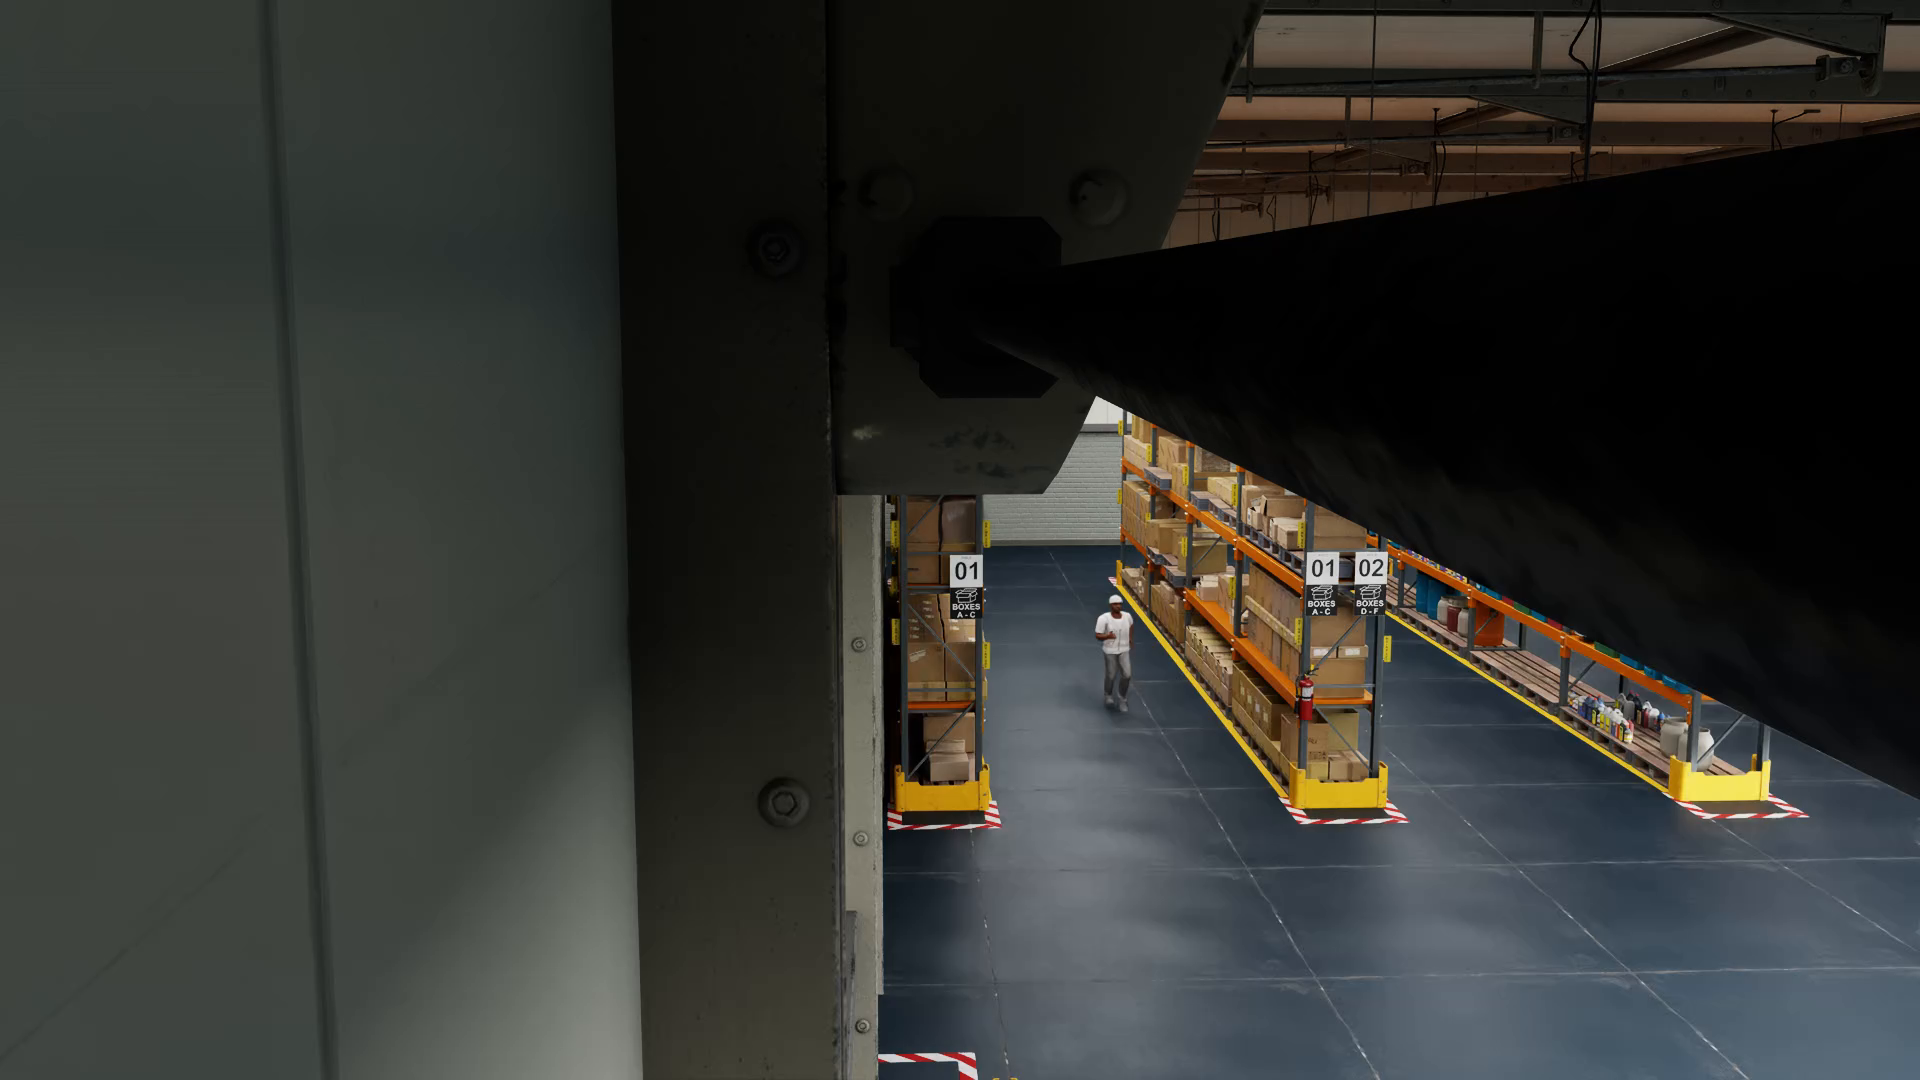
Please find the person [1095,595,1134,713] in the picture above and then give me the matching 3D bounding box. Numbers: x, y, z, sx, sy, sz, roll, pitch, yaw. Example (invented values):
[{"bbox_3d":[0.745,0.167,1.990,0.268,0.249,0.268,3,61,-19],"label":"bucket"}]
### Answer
[{"bbox_3d":[2.391,1.735,25.365,0.673,1.812,0.706,-2,9,-11],"label":"person"}]
